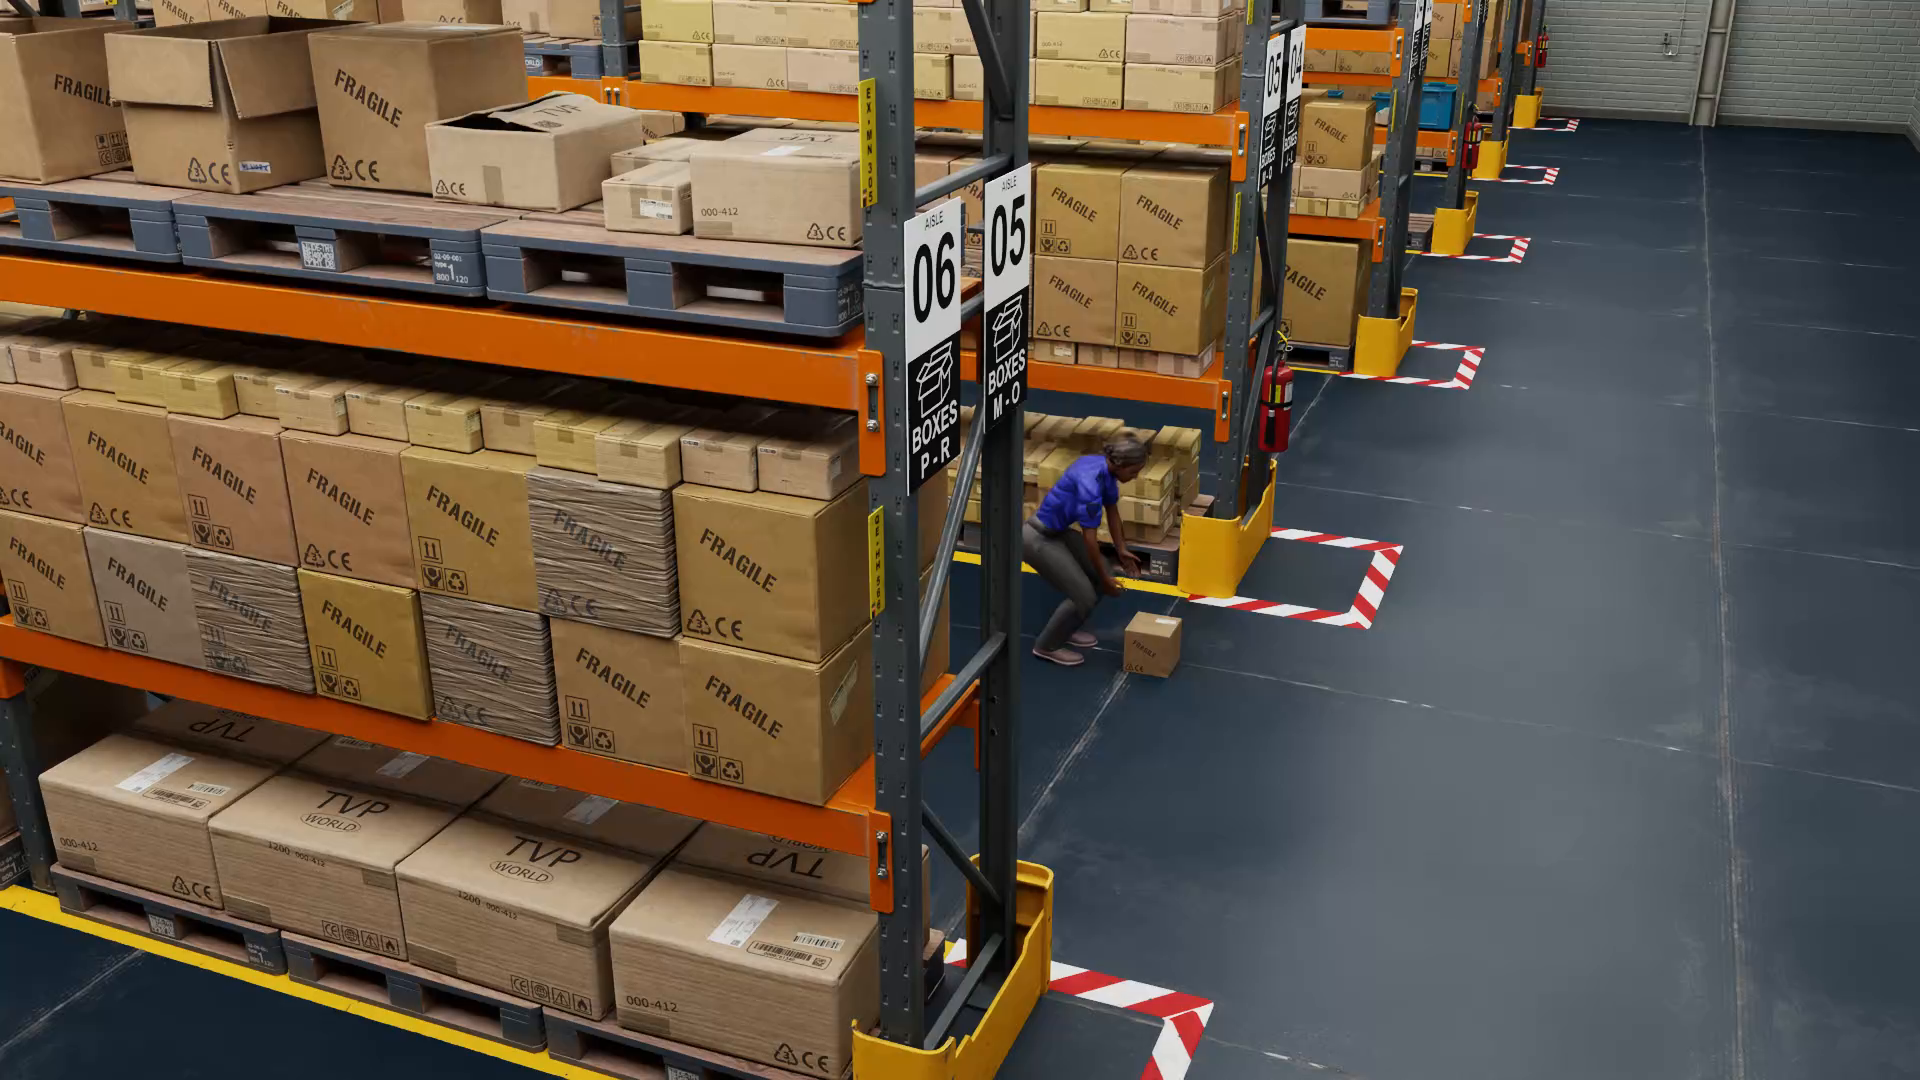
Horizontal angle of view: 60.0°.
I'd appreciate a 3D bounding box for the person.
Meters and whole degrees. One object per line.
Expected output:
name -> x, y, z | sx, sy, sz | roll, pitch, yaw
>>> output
person -> 0.657, 0.027, 9.044 | 0.684, 1.275, 0.497 | 9, 24, 20
